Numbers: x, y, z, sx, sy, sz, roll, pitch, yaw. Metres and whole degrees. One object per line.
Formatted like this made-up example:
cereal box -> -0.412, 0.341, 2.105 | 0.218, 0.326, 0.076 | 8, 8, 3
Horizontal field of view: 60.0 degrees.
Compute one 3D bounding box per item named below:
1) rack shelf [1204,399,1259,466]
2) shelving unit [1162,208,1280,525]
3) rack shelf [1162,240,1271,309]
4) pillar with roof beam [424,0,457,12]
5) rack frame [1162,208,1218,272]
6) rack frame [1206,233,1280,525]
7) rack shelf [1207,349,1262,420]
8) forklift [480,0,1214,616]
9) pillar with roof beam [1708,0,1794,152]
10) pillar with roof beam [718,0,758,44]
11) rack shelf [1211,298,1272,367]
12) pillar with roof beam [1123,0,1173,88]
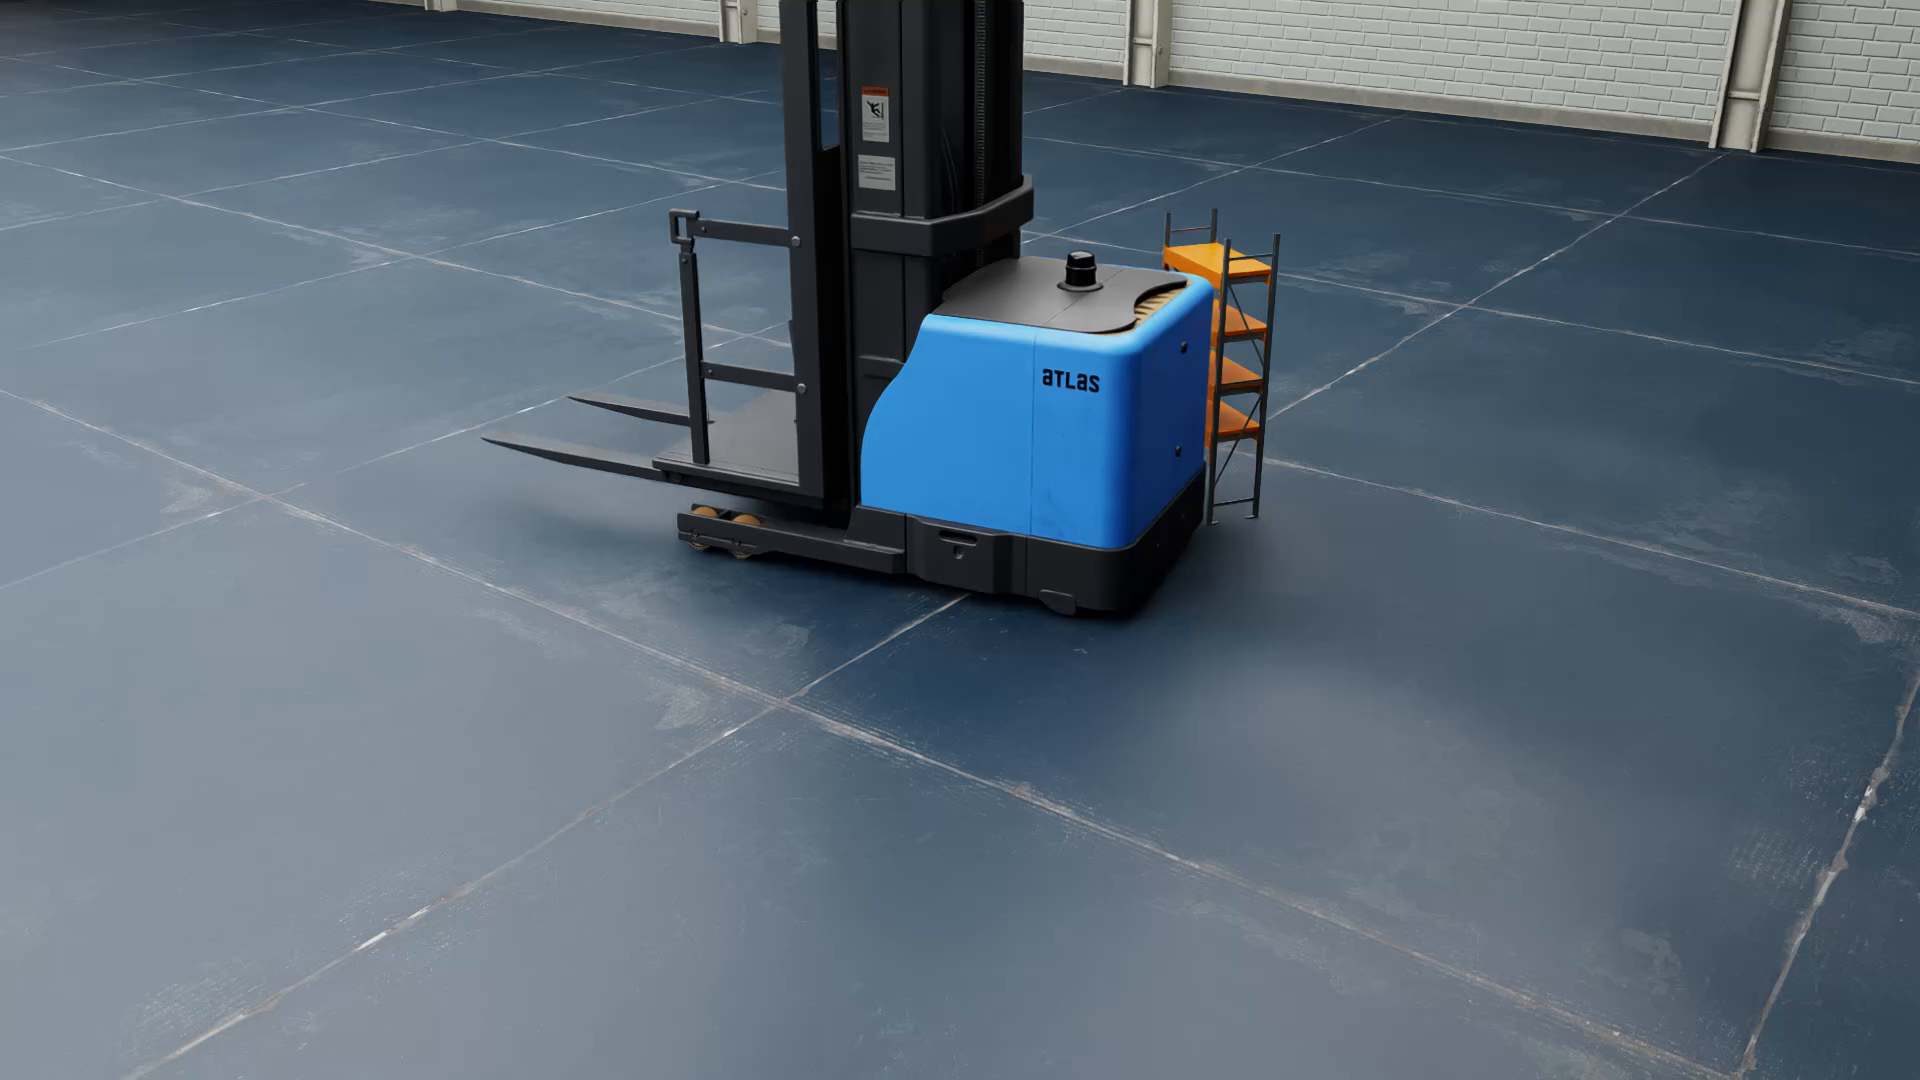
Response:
rack shelf -> 1.045, -0.478, 7.005 | 0.258, 0.148, 0.480 | -9, 25, -20
shelving unit -> 1.045, -0.721, 6.898 | 0.258, 1.200, 0.503 | -9, 25, -20
rack shelf -> 1.045, -1.080, 6.739 | 0.258, 0.148, 0.480 | -9, 25, -20
pillar with roof beam -> -10.189, -10.517, 19.460 | 0.400, 9.000, 9.100 | 17, 29, 33
rack frame -> 0.956, -0.812, 7.106 | 0.240, 1.200, 0.015 | -9, 25, -20
rack frame -> 1.134, -0.629, 6.690 | 0.240, 1.200, 0.015 | -9, 25, -20
rack shelf -> 1.045, -0.659, 6.925 | 0.258, 0.148, 0.480 | -9, 25, -20
forklift -> -0.570, -1.452, 6.410 | 3.031, 2.935, 1.130 | 11, 26, 23
pillar with roof beam -> 4.214, -6.165, 9.581 | 0.400, 9.000, 9.100 | 17, 29, 33
pillar with roof beam -> -5.388, -9.067, 16.167 | 0.400, 9.000, 9.100 | 17, 29, 33
rack shelf -> 1.045, -0.864, 6.835 | 0.258, 0.148, 0.480 | -9, 25, -20
pillar with roof beam -> -0.587, -7.616, 12.874 | 0.400, 9.000, 9.100 | 17, 29, 33
